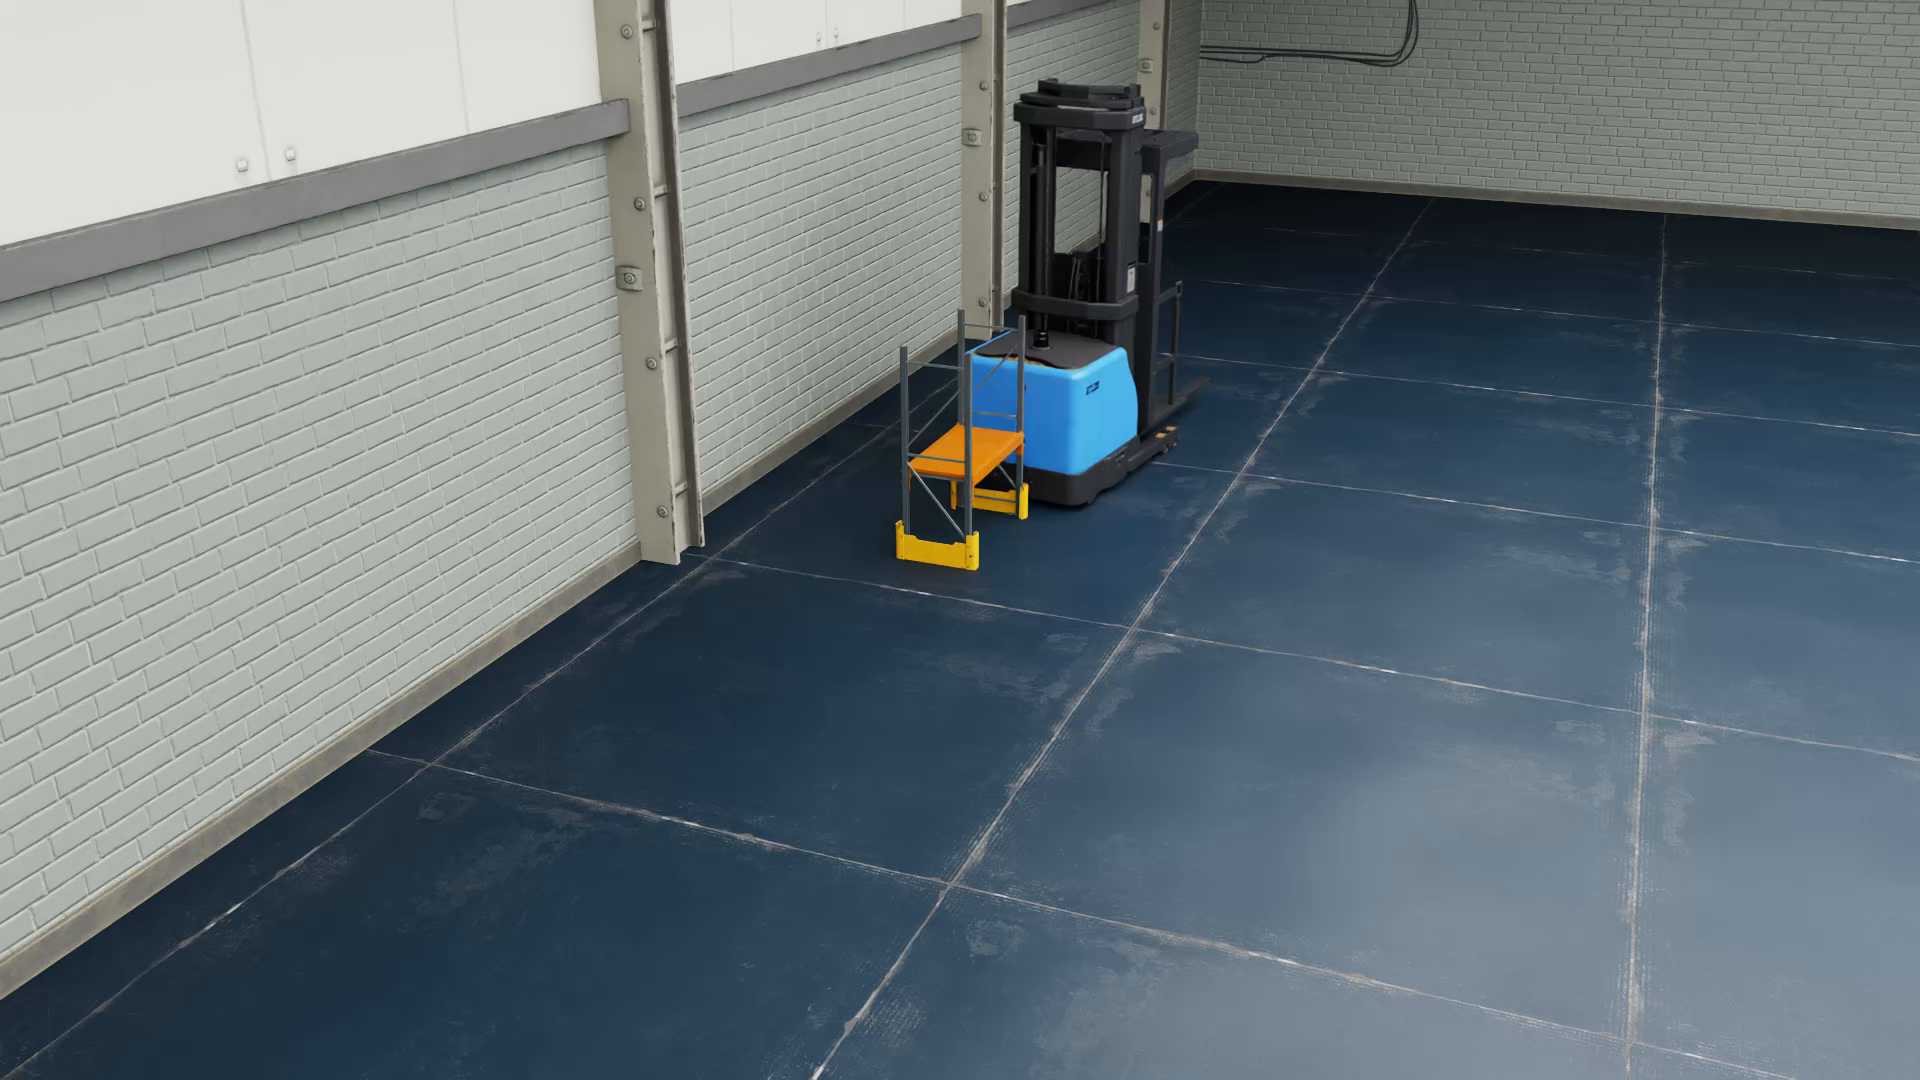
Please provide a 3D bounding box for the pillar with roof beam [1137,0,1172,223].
[{"bbox_3d":[6.450,-7.751,18.632,9.100,9.000,0.400,9,24,20],"label":"pillar with roof beam"}]

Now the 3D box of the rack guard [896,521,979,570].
[{"bbox_3d":[-0.157,0.036,11.340,0.587,0.250,0.087,9,24,20],"label":"rack guard"}]

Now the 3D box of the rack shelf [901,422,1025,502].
[{"bbox_3d":[0.032,-0.557,11.603,0.538,0.185,1.000,9,24,20],"label":"rack shelf"}]

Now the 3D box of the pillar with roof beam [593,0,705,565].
[{"bbox_3d":[1.993,-3.457,8.351,9.100,9.000,0.400,9,24,20],"label":"pillar with roof beam"}]

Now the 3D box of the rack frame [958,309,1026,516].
[{"bbox_3d":[0.221,-0.904,11.970,0.500,1.500,0.032,9,24,20],"label":"rack frame"}]

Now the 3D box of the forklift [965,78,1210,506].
[{"bbox_3d":[1.152,-2.128,13.042,1.130,2.935,3.031,12,26,27],"label":"forklift"}]

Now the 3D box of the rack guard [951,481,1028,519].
[{"bbox_3d":[0.213,-0.321,12.194,0.587,0.250,0.087,9,24,20],"label":"rack guard"}]

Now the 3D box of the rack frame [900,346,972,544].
[{"bbox_3d":[-0.157,-0.541,11.098,0.500,1.500,0.032,9,24,20],"label":"rack frame"}]

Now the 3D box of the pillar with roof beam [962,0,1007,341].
[{"bbox_3d":[4.222,-5.604,13.492,9.100,9.000,0.400,9,24,20],"label":"pillar with roof beam"}]

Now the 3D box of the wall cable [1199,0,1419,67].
[{"bbox_3d":[4.775,-7.800,22.777,3.097,2.526,0.112,9,24,20],"label":"wall cable"}]

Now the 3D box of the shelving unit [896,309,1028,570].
[{"bbox_3d":[0.028,-0.719,11.526,0.587,1.500,1.083,9,24,20],"label":"shelving unit"}]
